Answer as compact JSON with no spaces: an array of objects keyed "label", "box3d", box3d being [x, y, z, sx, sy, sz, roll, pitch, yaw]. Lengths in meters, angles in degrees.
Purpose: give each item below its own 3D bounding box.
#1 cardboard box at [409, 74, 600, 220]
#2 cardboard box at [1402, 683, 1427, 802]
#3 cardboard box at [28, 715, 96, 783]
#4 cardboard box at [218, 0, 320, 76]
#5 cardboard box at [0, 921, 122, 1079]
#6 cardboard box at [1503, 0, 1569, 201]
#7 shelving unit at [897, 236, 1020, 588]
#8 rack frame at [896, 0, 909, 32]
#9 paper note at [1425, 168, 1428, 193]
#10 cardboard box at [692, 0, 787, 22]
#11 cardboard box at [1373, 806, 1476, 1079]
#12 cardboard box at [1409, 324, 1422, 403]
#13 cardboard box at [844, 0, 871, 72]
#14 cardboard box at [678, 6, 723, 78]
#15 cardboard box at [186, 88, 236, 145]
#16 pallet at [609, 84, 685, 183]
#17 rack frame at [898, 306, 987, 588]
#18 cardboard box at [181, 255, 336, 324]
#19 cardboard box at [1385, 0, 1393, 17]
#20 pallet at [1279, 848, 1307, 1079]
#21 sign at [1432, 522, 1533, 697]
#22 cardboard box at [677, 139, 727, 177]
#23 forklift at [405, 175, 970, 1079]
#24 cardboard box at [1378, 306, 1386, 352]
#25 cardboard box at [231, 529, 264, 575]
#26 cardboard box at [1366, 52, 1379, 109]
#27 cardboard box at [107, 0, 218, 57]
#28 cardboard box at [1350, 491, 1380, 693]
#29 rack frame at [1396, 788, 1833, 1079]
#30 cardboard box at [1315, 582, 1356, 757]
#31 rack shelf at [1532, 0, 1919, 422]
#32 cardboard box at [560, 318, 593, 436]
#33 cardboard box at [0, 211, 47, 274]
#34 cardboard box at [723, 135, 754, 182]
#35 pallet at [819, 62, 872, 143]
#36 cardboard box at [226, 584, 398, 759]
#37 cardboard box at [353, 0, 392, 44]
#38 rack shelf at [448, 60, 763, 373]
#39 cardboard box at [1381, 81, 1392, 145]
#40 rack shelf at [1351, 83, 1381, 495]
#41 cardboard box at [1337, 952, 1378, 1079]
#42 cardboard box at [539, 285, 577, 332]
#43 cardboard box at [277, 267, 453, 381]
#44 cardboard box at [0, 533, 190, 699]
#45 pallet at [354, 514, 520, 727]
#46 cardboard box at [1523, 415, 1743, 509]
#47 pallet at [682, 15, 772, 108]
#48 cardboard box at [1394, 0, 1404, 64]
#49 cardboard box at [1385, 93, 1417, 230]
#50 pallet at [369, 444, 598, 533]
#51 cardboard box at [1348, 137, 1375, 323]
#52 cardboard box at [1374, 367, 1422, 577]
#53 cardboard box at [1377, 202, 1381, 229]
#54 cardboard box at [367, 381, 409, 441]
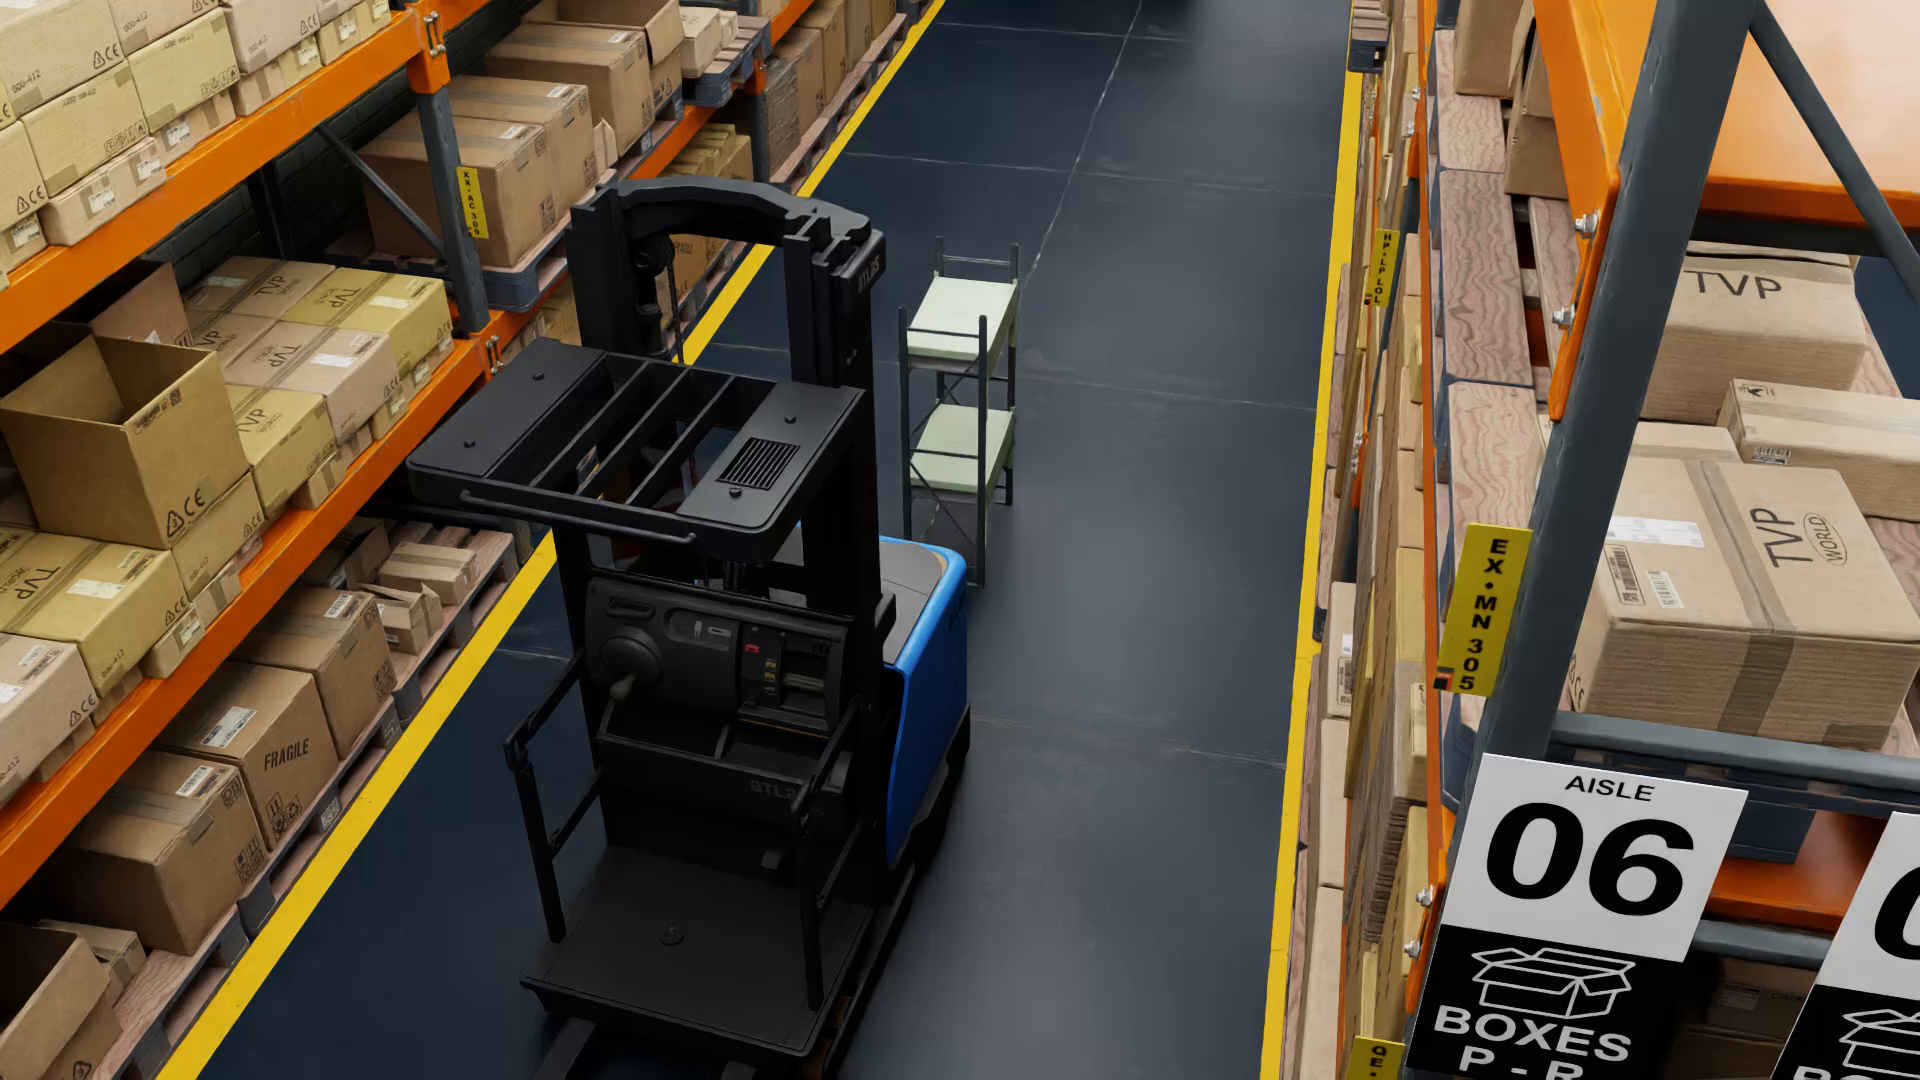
[{"label":"cardboard box","box3d":[-2.230,-1.940,8.198,0.700,0.500,0.500,8,37,10]},{"label":"cardboard box","box3d":[1.218,0.484,3.807,0.380,0.149,0.250,7,37,10]},{"label":"cardboard box","box3d":[-3.033,0.613,5.332,0.380,0.149,0.250,8,37,11]},{"label":"cardboard box","box3d":[-2.621,-1.851,5.836,0.500,0.250,0.500,6,36,8]},{"label":"cardboard box","box3d":[-3.293,1.612,5.510,0.797,0.503,0.637,6,36,8]},{"label":"cardboard box","box3d":[1.931,-1.253,4.606,0.797,0.503,0.637,10,37,14]},{"label":"shelving unit","box3d":[0.001,-0.611,8.085,0.431,1.500,0.755,7,37,10]},{"label":"rack frame","box3d":[-0.953,-5.770,13.925,1.000,3.000,0.127,7,37,10]},{"label":"paper note","box3d":[1.213,-0.934,4.335,0.006,0.032,0.123,7,37,10]},{"label":"cardboard box","box3d":[-1.474,-3.640,11.114,0.500,0.250,0.500,7,37,10]},{"label":"cardboard box","box3d":[1.204,0.978,3.677,0.500,0.500,0.500,8,37,12]},{"label":"cardboard box","box3d":[1.616,-0.539,5.218,0.380,0.149,0.250,6,36,9]},{"label":"cardboard box","box3d":[-1.227,-4.234,13.472,0.875,0.625,0.625,7,37,9]},{"label":"cardboard box","box3d":[-1.717,-2.941,9.792,0.500,0.250,0.500,6,36,8]},{"label":"cardboard box","box3d":[-2.714,-1.471,5.651,0.380,0.149,0.250,9,37,12]},{"label":"pallet","box3d":[-2.219,-2.284,9.278,1.003,0.211,1.213,7,37,10]},{"label":"rack frame","box3d":[-0.077,-0.401,7.796,0.400,1.500,0.023,7,37,10]},{"label":"cardboard box","box3d":[-3.032,-0.993,7.209,0.500,0.250,0.500,7,37,9]},{"label":"cardboard box","box3d":[2.868,-3.483,10.074,0.500,0.500,0.500,6,36,9]},{"label":"pallet","box3d":[1.690,1.693,6.004,1.003,0.211,1.213,7,37,10]},{"label":"sign","box3d":[0.806,0.113,2.566,0.100,0.325,0.005,7,37,10]},{"label":"cardboard box","box3d":[-1.694,-2.422,10.525,0.380,0.149,0.250,6,36,8]},{"label":"forklift","box3d":[-0.885,0.464,5.382,1.130,2.935,3.031,10,37,14]},{"label":"cardboard box","box3d":[2.044,-0.989,7.030,0.500,0.250,0.500,7,37,10]},{"label":"cardboard box","box3d":[-2.831,0.015,6.158,0.380,0.149,0.250,7,37,10]},{"label":"cardboard box","box3d":[3.637,-3.542,12.733,0.950,0.372,0.625,10,37,13]},{"label":"cardboard box","box3d":[-2.751,-1.759,5.284,0.500,0.250,0.500,8,37,11]},{"label":"cardboard box","box3d":[1.608,0.204,5.597,0.500,0.500,0.500,8,37,10]},{"label":"rack frame","box3d":[1.333,1.730,3.578,1.000,3.000,0.127,7,37,10]},{"label":"cardboard box","box3d":[1.949,0.650,6.892,0.875,0.438,0.875,7,36,9]},{"label":"rack shelf","box3d":[1.761,-1.393,3.728,1.077,0.370,4.000,7,37,10]},{"label":"cardboard box","box3d":[-2.235,-0.897,8.974,0.500,0.500,0.500,7,36,9]},{"label":"cardboard box","box3d":[-2.924,-0.886,4.845,0.380,0.149,0.250,7,37,9]},{"label":"cardboard box","box3d":[-1.688,-2.365,11.000,0.500,0.500,0.500,8,37,11]},{"label":"pallet","box3d":[-1.331,-3.512,13.186,1.003,0.211,1.213,7,37,10]},{"label":"cardboard box","box3d":[-2.851,0.533,7.001,0.700,0.500,0.500,6,36,8]},{"label":"cardboard box","box3d":[-2.450,-2.053,6.455,0.380,0.149,0.250,7,37,10]},{"label":"rack shelf","box3d":[-2.235,-2.039,9.390,1.077,0.370,4.000,7,37,10]},{"label":"cardboard box","box3d":[2.463,-2.159,8.644,0.500,0.250,0.500,7,37,10]},{"label":"rack shelf","box3d":[2.615,-1.419,8.535,1.077,0.370,4.000,7,37,10]},{"label":"cardboard box","box3d":[1.178,1.379,3.976,0.500,0.500,0.500,8,37,10]},{"label":"cardboard box","box3d":[-2.253,-1.252,8.912,0.380,0.149,0.250,7,36,9]},{"label":"cardboard box","box3d":[-2.533,-0.921,7.109,0.500,0.250,0.500,8,37,11]},{"label":"cardboard box","box3d":[-2.944,0.243,5.503,0.500,0.250,0.500,7,36,9]},{"label":"pallet","box3d":[-2.810,0.339,7.873,1.003,0.211,1.213,7,37,10]},{"label":"cardboard box","box3d":[1.353,-0.113,3.336,0.380,0.149,0.250,5,36,6]},{"label":"pallet","box3d":[-1.884,-3.002,10.269,1.213,0.211,1.003,7,37,10]},{"label":"cardboard box","box3d":[2.601,-2.764,8.841,0.500,0.500,0.500,7,37,10]},{"label":"cardboard box","box3d":[2.141,-1.594,7.226,0.500,0.500,0.500,8,37,11]},{"label":"pallet","box3d":[-2.525,-0.526,9.066,1.003,0.211,1.213,7,37,10]},{"label":"cardboard box","box3d":[2.813,-1.781,9.874,0.875,0.875,0.875,7,37,10]},{"label":"cardboard box","box3d":[1.615,-0.185,5.282,0.500,0.500,0.500,8,37,11]},{"label":"cardboard box","box3d":[2.380,-1.667,8.392,0.500,0.250,0.500,7,37,10]},{"label":"cardboard box","box3d":[-2.550,-0.563,6.956,0.380,0.149,0.250,8,37,11]}]
